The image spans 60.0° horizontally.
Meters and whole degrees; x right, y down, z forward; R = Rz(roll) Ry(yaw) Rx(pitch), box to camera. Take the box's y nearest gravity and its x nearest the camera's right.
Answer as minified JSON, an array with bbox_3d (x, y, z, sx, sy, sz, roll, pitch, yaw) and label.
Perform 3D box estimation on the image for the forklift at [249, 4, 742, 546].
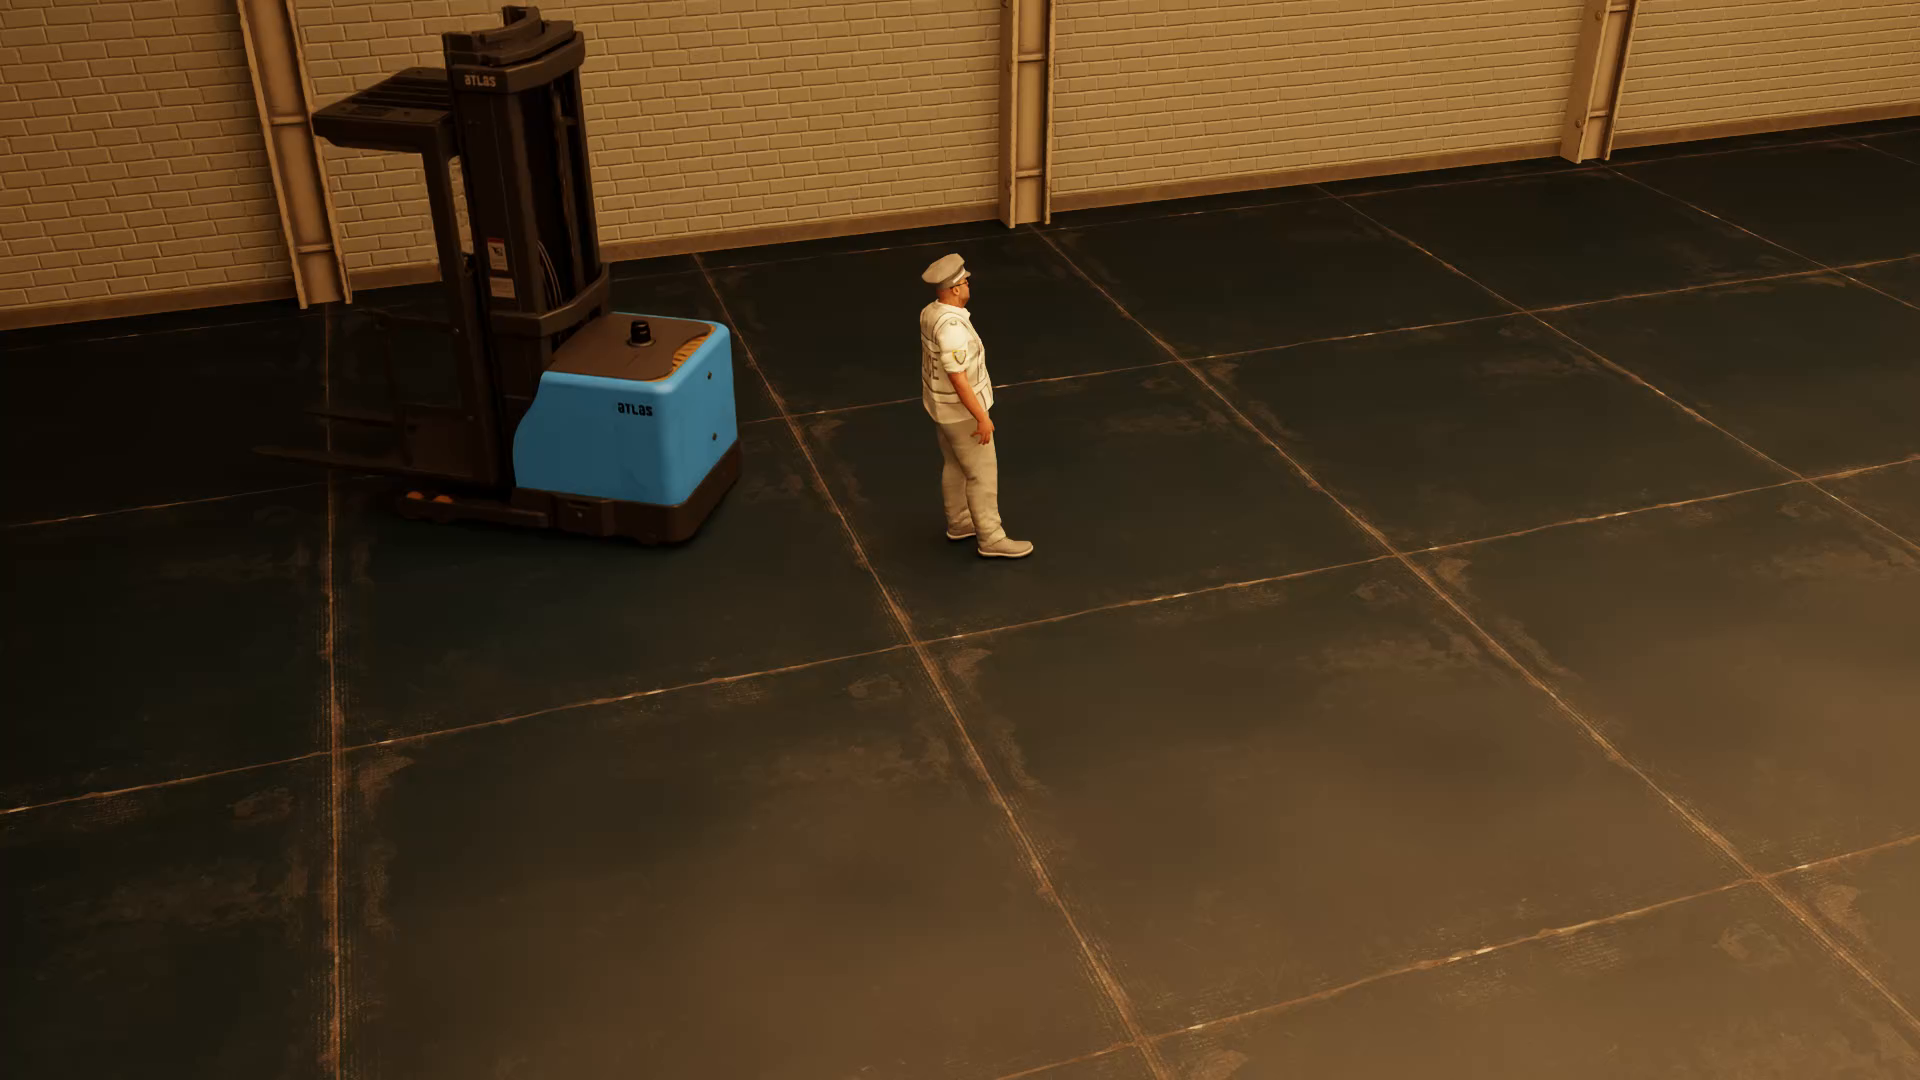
[{"bbox_3d":[-2.970,-1.621,9.905,3.031,2.935,1.130,7,31,12],"label":"forklift"}]

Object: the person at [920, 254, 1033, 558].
[{"bbox_3d":[0.078,-0.786,9.590,0.574,1.780,0.641,-10,31,-16],"label":"person"}]
